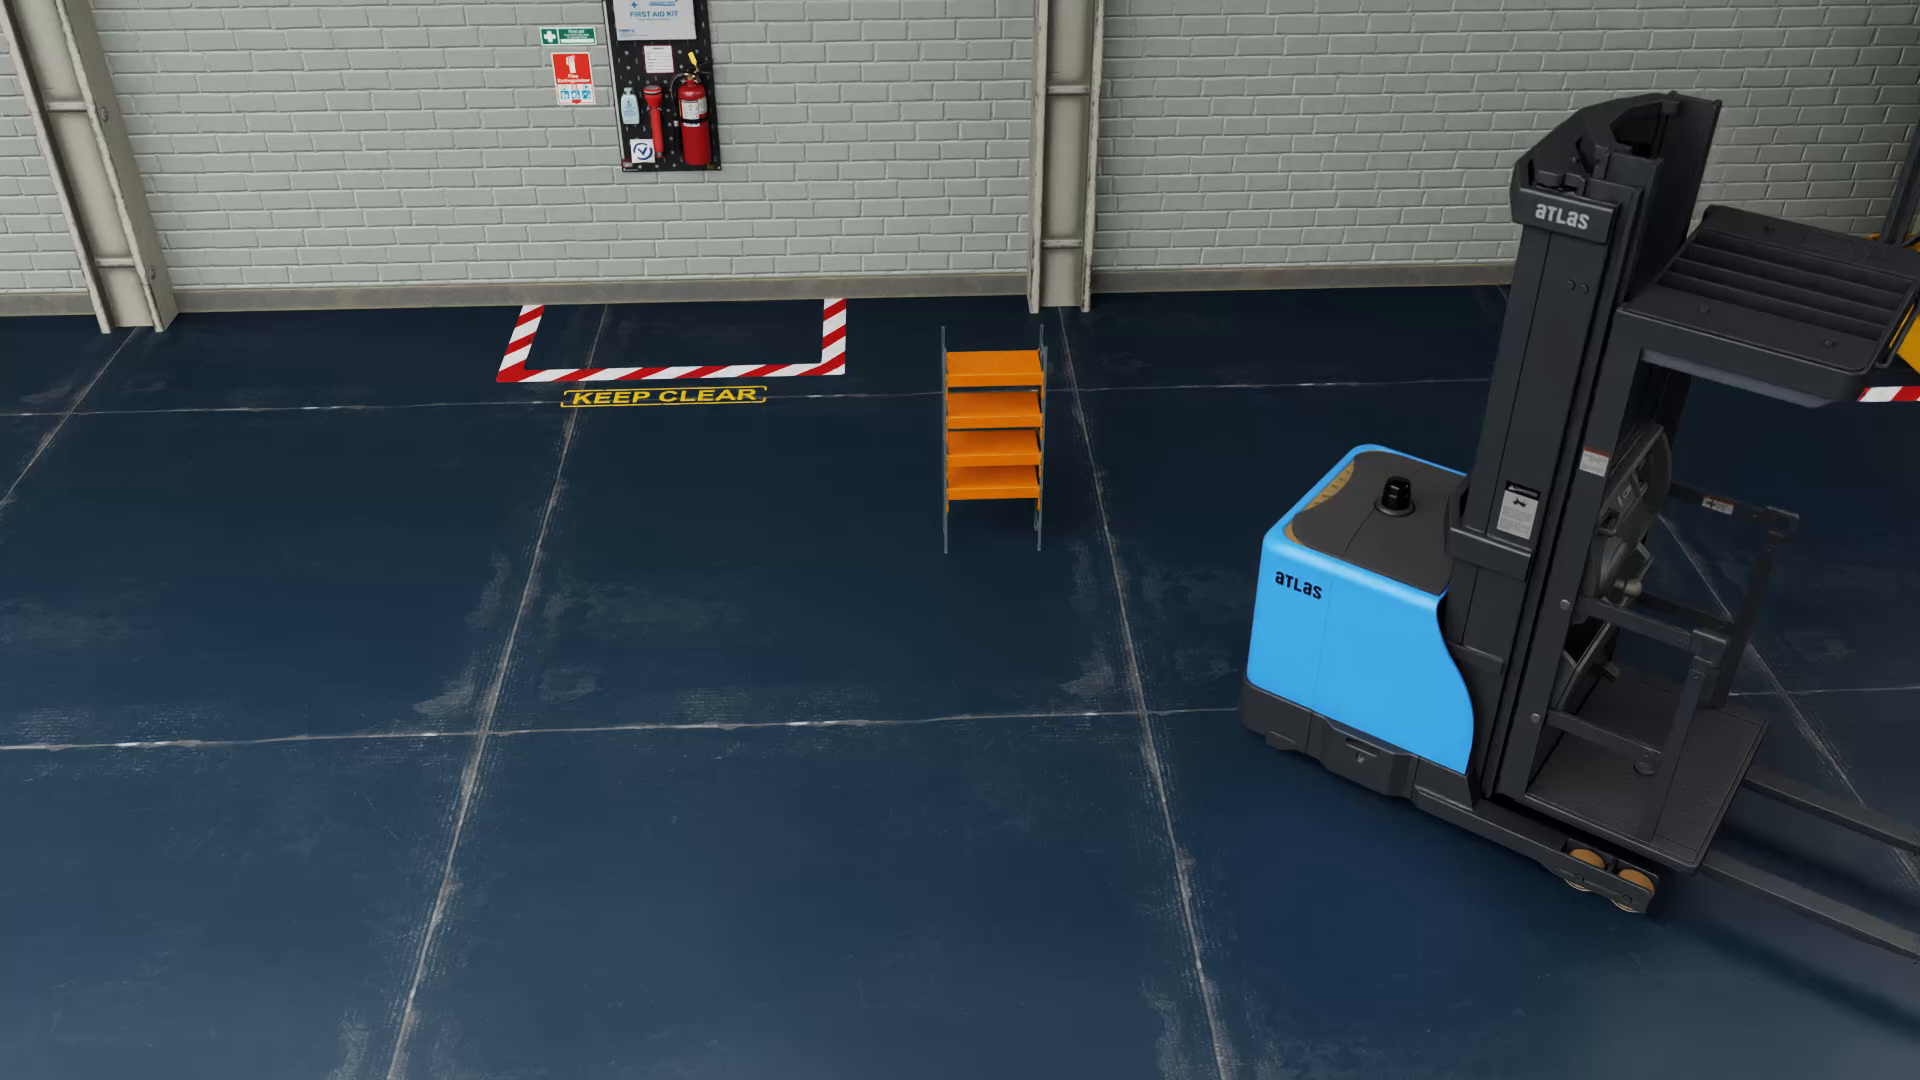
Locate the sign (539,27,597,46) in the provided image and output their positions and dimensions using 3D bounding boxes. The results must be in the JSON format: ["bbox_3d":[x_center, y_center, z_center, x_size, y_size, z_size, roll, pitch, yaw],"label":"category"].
[{"bbox_3d":[-2.369,-3.046,10.055,0.331,0.109,0.001,-2,35,-2],"label":"sign"}]

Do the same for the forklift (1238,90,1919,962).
[{"bbox_3d":[2.744,-0.066,6.306,3.031,2.935,1.130,23,41,29],"label":"forklift"}]

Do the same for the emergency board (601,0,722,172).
[{"bbox_3d":[-1.817,-2.775,10.160,0.643,1.169,0.194,-2,35,-2],"label":"emergency board"}]

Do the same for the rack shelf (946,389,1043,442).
[{"bbox_3d":[0.165,-0.626,8.362,0.480,0.148,0.258,-2,35,-2],"label":"rack shelf"}]

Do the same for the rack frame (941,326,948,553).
[{"bbox_3d":[-0.078,-0.491,8.442,0.015,1.200,0.240,-2,35,-2],"label":"rack frame"}]

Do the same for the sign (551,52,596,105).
[{"bbox_3d":[-2.374,-2.833,10.213,0.234,0.329,0.001,-2,35,-2],"label":"sign"}]

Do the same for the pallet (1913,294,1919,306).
[{"bbox_3d":[6.877,-1.328,10.520,1.213,0.211,1.003,-2,35,-2],"label":"pallet"}]

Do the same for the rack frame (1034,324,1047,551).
[{"bbox_3d":[0.409,-0.504,8.461,0.015,1.200,0.240,-2,35,-2],"label":"rack frame"}]

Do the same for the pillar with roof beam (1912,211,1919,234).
[{"bbox_3d":[6.850,-3.001,5.215,0.400,9.000,9.100,-2,35,-2],"label":"pillar with roof beam"}]

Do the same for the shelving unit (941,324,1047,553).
[{"bbox_3d":[0.165,-0.498,8.451,0.503,1.200,0.258,-2,35,-2],"label":"shelving unit"}]

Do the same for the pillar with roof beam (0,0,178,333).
[{"bbox_3d":[-5.136,-2.678,4.748,0.400,9.000,9.100,-2,35,-2],"label":"pillar with roof beam"}]

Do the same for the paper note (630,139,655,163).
[{"bbox_3d":[-1.997,-2.447,10.461,0.142,0.148,0.016,-2,35,-2],"label":"paper note"}]

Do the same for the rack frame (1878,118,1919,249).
[{"bbox_3d":[5.988,-2.471,9.721,0.127,3.000,1.000,-2,35,-2],"label":"rack frame"}]

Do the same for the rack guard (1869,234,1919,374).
[{"bbox_3d":[6.064,-1.445,10.435,0.348,0.500,1.175,-2,35,-2],"label":"rack guard"}]

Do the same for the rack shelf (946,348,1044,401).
[{"bbox_3d":[0.165,-0.821,8.228,0.480,0.148,0.258,-2,35,-2],"label":"rack shelf"}]

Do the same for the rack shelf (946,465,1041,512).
[{"bbox_3d":[0.165,-0.279,8.603,0.480,0.148,0.258,-2,35,-2],"label":"rack shelf"}]

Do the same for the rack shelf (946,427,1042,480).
[{"bbox_3d":[0.165,-0.443,8.490,0.480,0.148,0.258,-2,35,-2],"label":"rack shelf"}]

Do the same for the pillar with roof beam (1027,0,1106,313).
[{"bbox_3d":[0.857,-2.840,4.982,0.400,9.000,9.100,-2,35,-2],"label":"pillar with roof beam"}]
